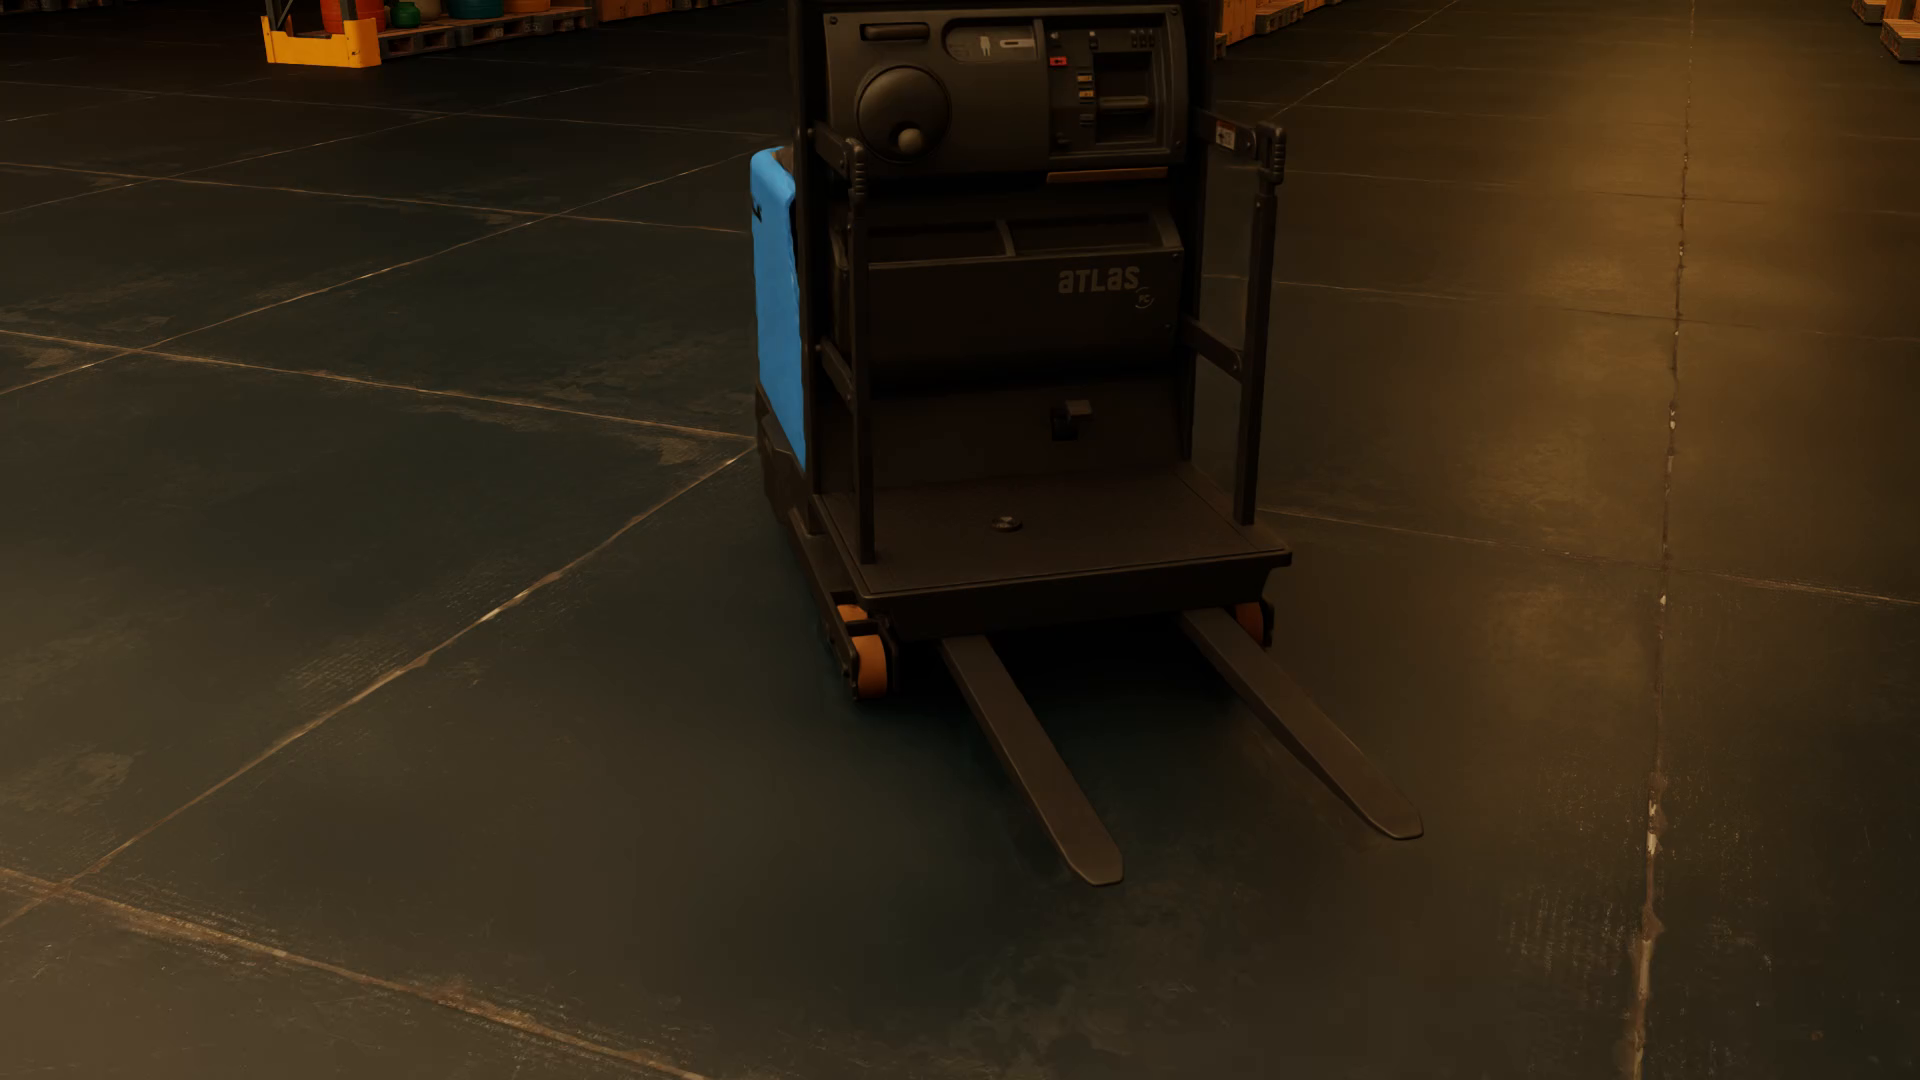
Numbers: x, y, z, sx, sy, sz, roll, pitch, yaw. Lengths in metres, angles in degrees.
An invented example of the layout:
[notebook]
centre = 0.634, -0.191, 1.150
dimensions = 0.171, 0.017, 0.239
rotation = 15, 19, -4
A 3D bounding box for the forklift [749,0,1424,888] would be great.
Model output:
[forklift]
centre = 0.181, -1.117, 3.966
dimensions = 1.130, 2.935, 3.031
rotation = -6, 23, -13
